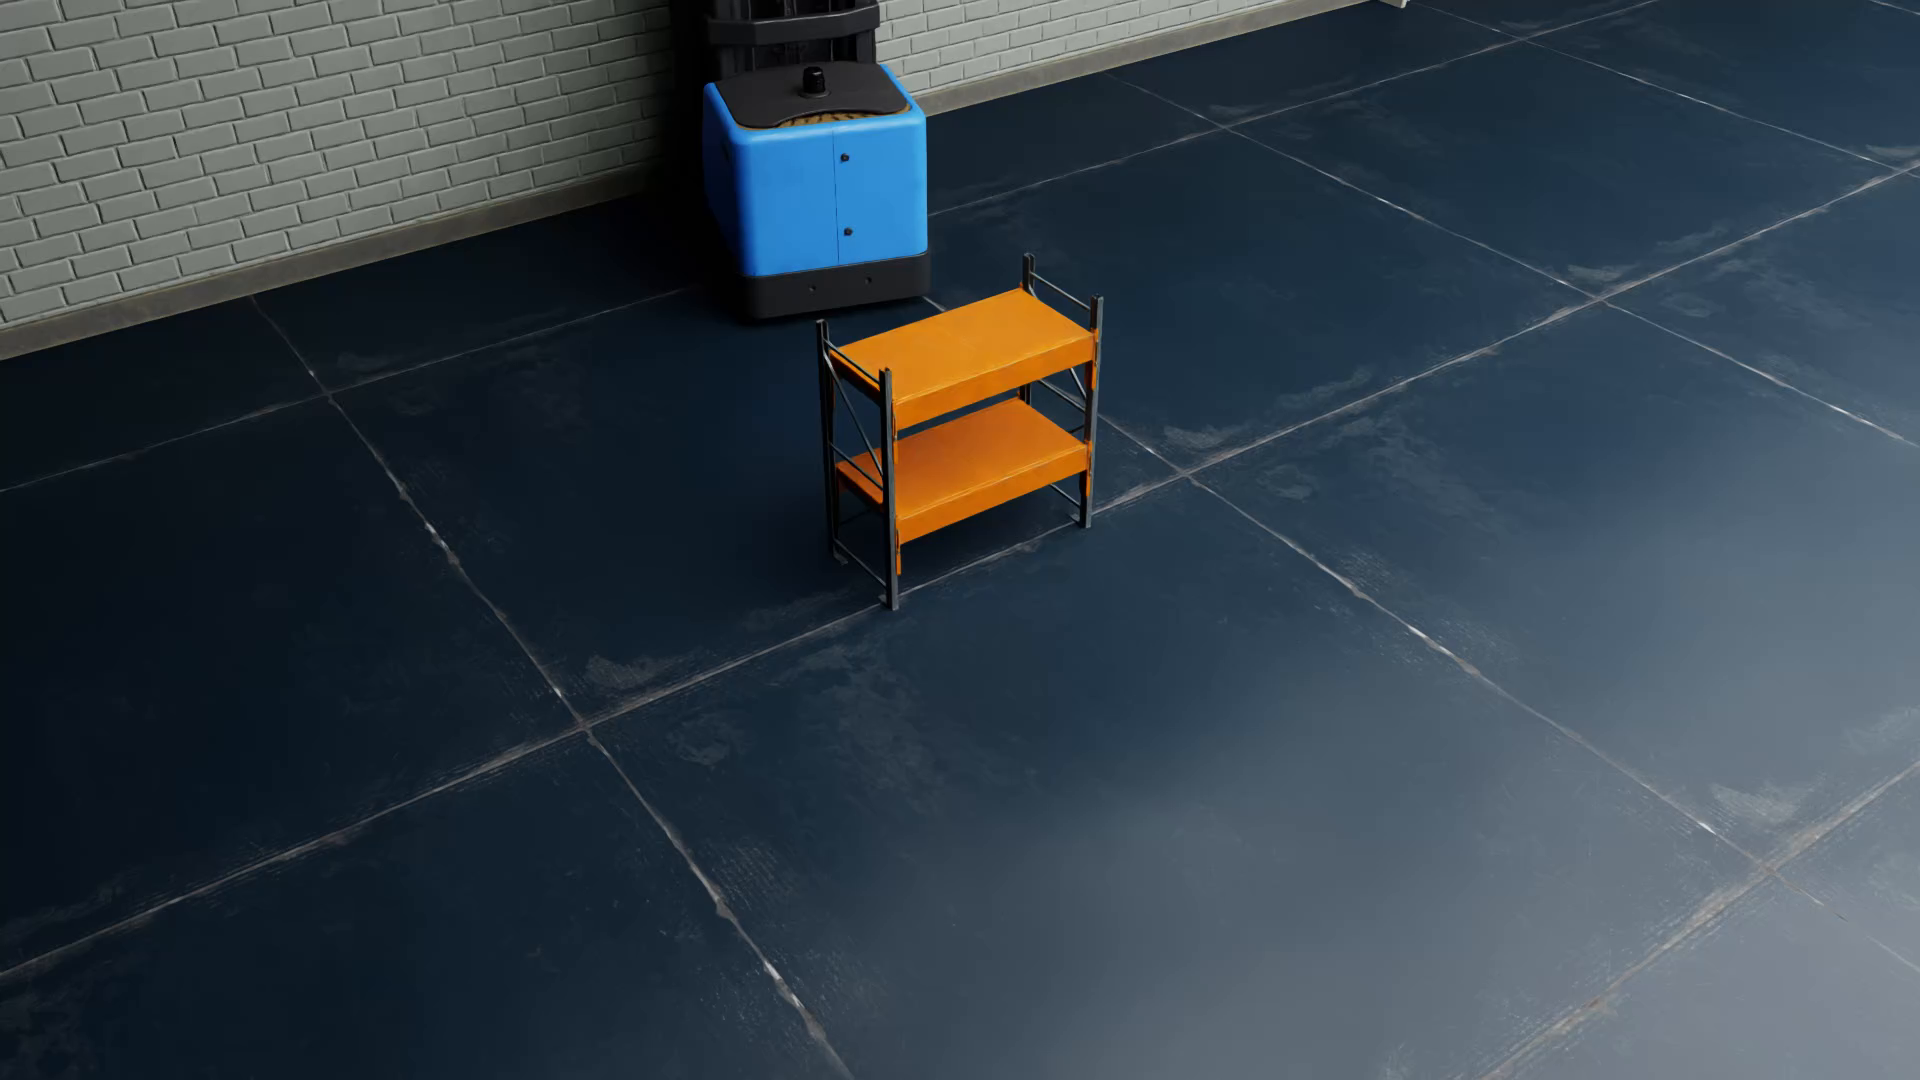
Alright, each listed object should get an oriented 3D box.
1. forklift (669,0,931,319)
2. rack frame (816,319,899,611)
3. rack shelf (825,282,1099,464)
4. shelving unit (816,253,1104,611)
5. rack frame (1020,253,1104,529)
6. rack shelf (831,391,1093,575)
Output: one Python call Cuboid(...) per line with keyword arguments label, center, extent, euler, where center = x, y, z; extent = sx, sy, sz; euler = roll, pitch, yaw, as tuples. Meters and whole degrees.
Cuboid(label="forklift", center=(-1.082, -3.213, 9.208), extent=(1.130, 2.935, 3.031), euler=(-10, 37, -14))
Cuboid(label="rack frame", center=(-0.410, -0.288, 6.687), extent=(0.032, 1.125, 0.500), euler=(-22, 41, -28))
Cuboid(label="rack shelf", center=(0.006, -0.697, 6.754), extent=(1.000, 0.278, 0.538), euler=(-22, 41, -28))
Cuboid(label="shelving unit", center=(0.006, -0.459, 6.925), extent=(1.048, 1.125, 0.538), euler=(-22, 41, -28))
Cuboid(label="rack frame", center=(0.421, -0.630, 7.162), extent=(0.032, 1.125, 0.500), euler=(-22, 41, -28))
Cuboid(label="rack shelf", center=(0.006, -0.260, 7.067), extent=(1.000, 0.278, 0.538), euler=(-22, 41, -28))
